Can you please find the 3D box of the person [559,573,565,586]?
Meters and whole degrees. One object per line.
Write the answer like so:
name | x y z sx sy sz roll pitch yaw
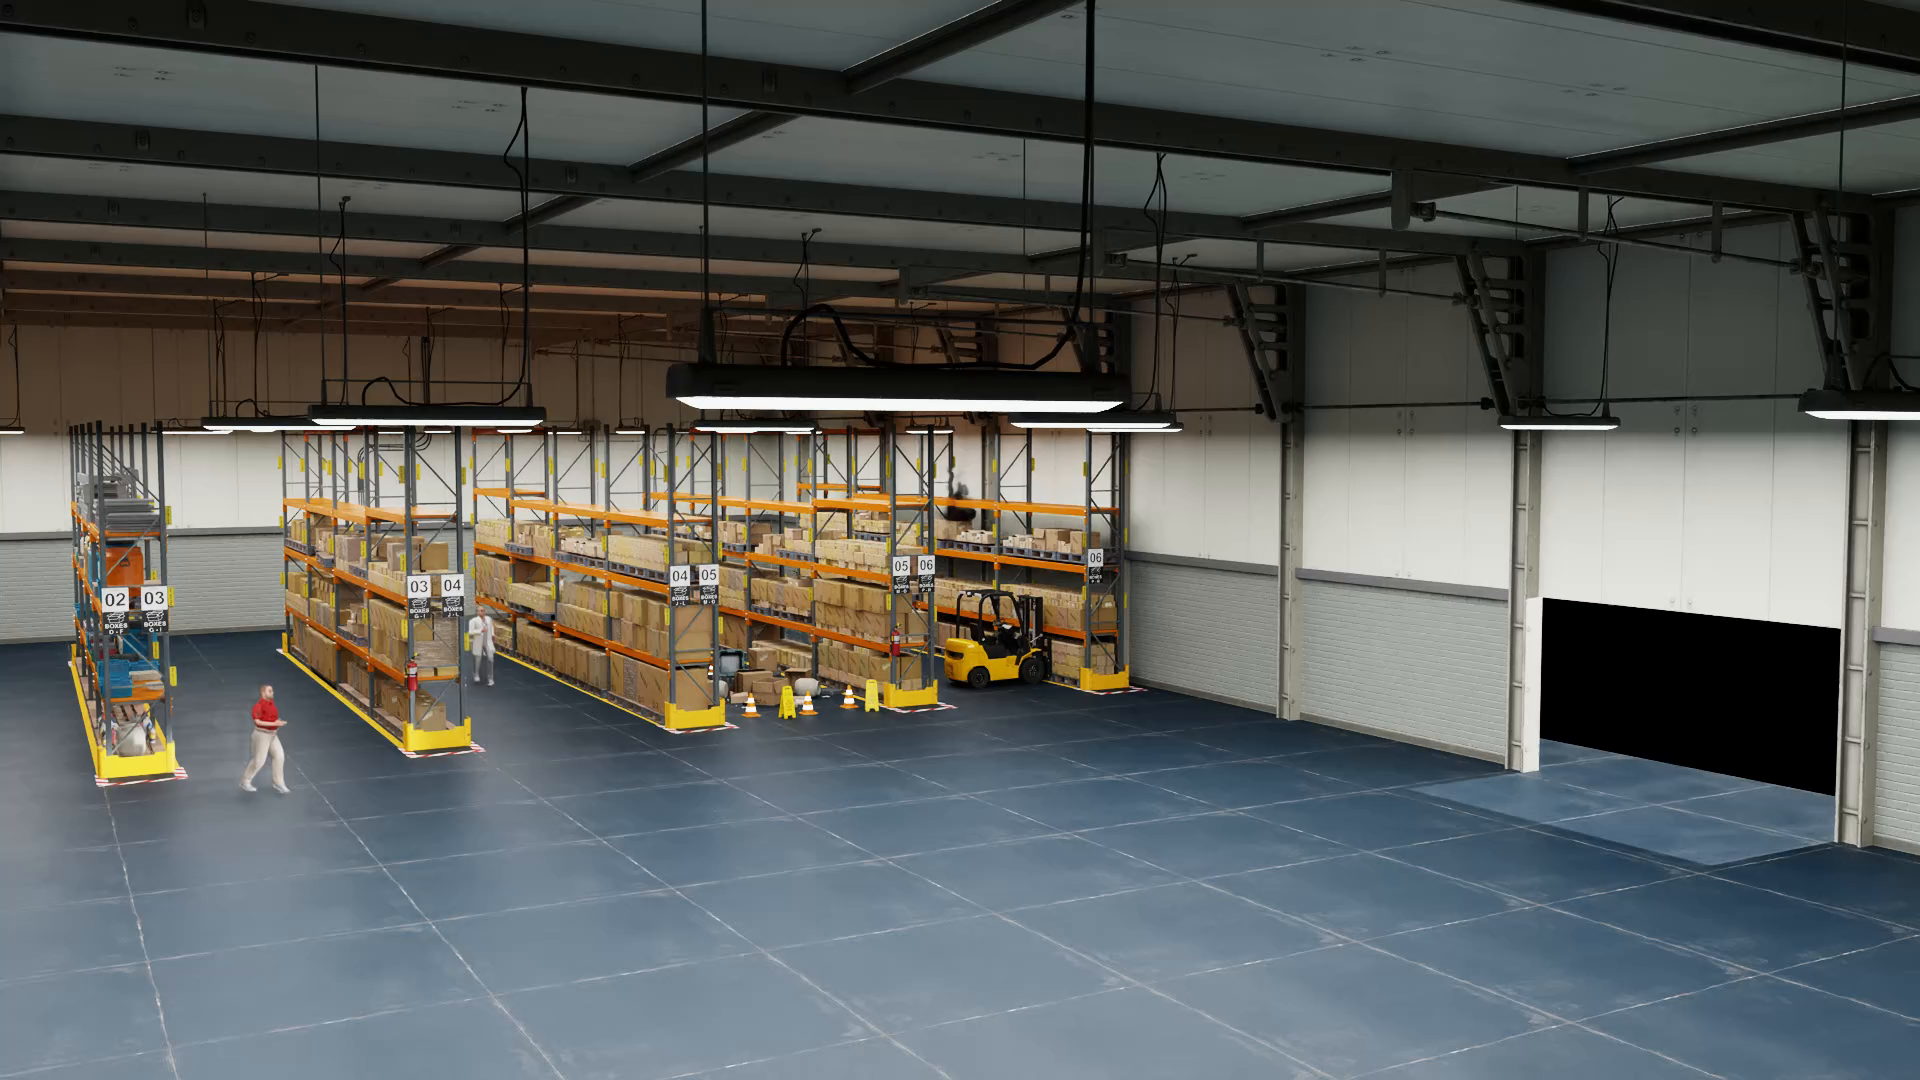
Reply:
person | -11.787 1.822 49.189 0.635 1.766 0.658 -1 4 -22

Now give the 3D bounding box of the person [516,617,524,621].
person | -12.891 1.959 48.107 0.529 1.593 0.649 1 4 8

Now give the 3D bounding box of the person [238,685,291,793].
person | -11.188 3.223 26.733 0.799 1.804 0.680 0 4 5

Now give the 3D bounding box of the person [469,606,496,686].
person | -11.076 2.450 38.537 0.677 1.846 0.866 -2 4 -35
